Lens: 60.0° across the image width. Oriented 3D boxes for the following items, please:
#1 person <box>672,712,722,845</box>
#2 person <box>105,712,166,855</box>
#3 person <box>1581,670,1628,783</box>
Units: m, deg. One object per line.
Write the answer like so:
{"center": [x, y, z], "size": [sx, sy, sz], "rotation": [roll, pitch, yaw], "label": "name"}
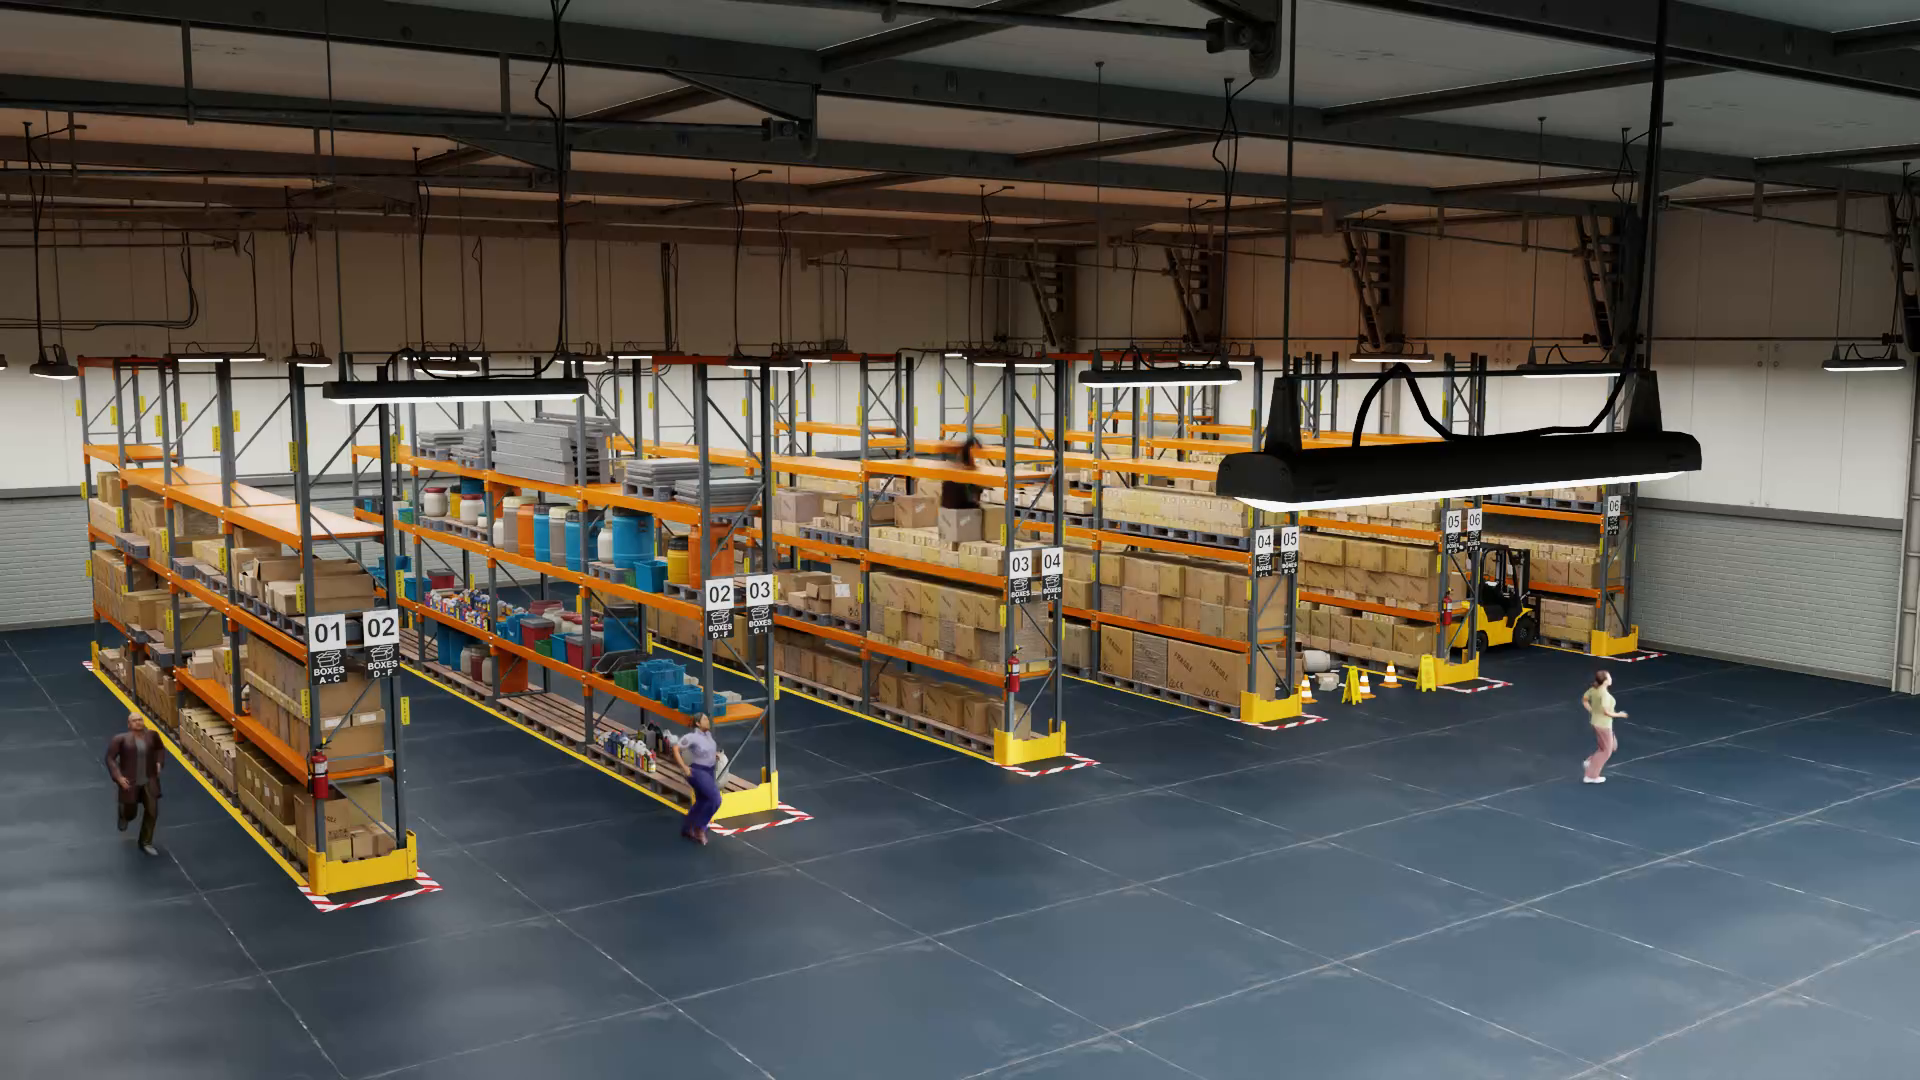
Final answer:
{"center": [-3.250, 2.996, 21.037], "size": [0.606, 1.634, 0.623], "rotation": [1, 7, 10], "label": "person"}
{"center": [-10.213, 2.991, 20.668], "size": [0.712, 1.738, 0.865], "rotation": [-6, 9, -38], "label": "person"}
{"center": [9.188, 2.651, 23.690], "size": [0.549, 1.620, 0.554], "rotation": [0, 7, -1], "label": "person"}
